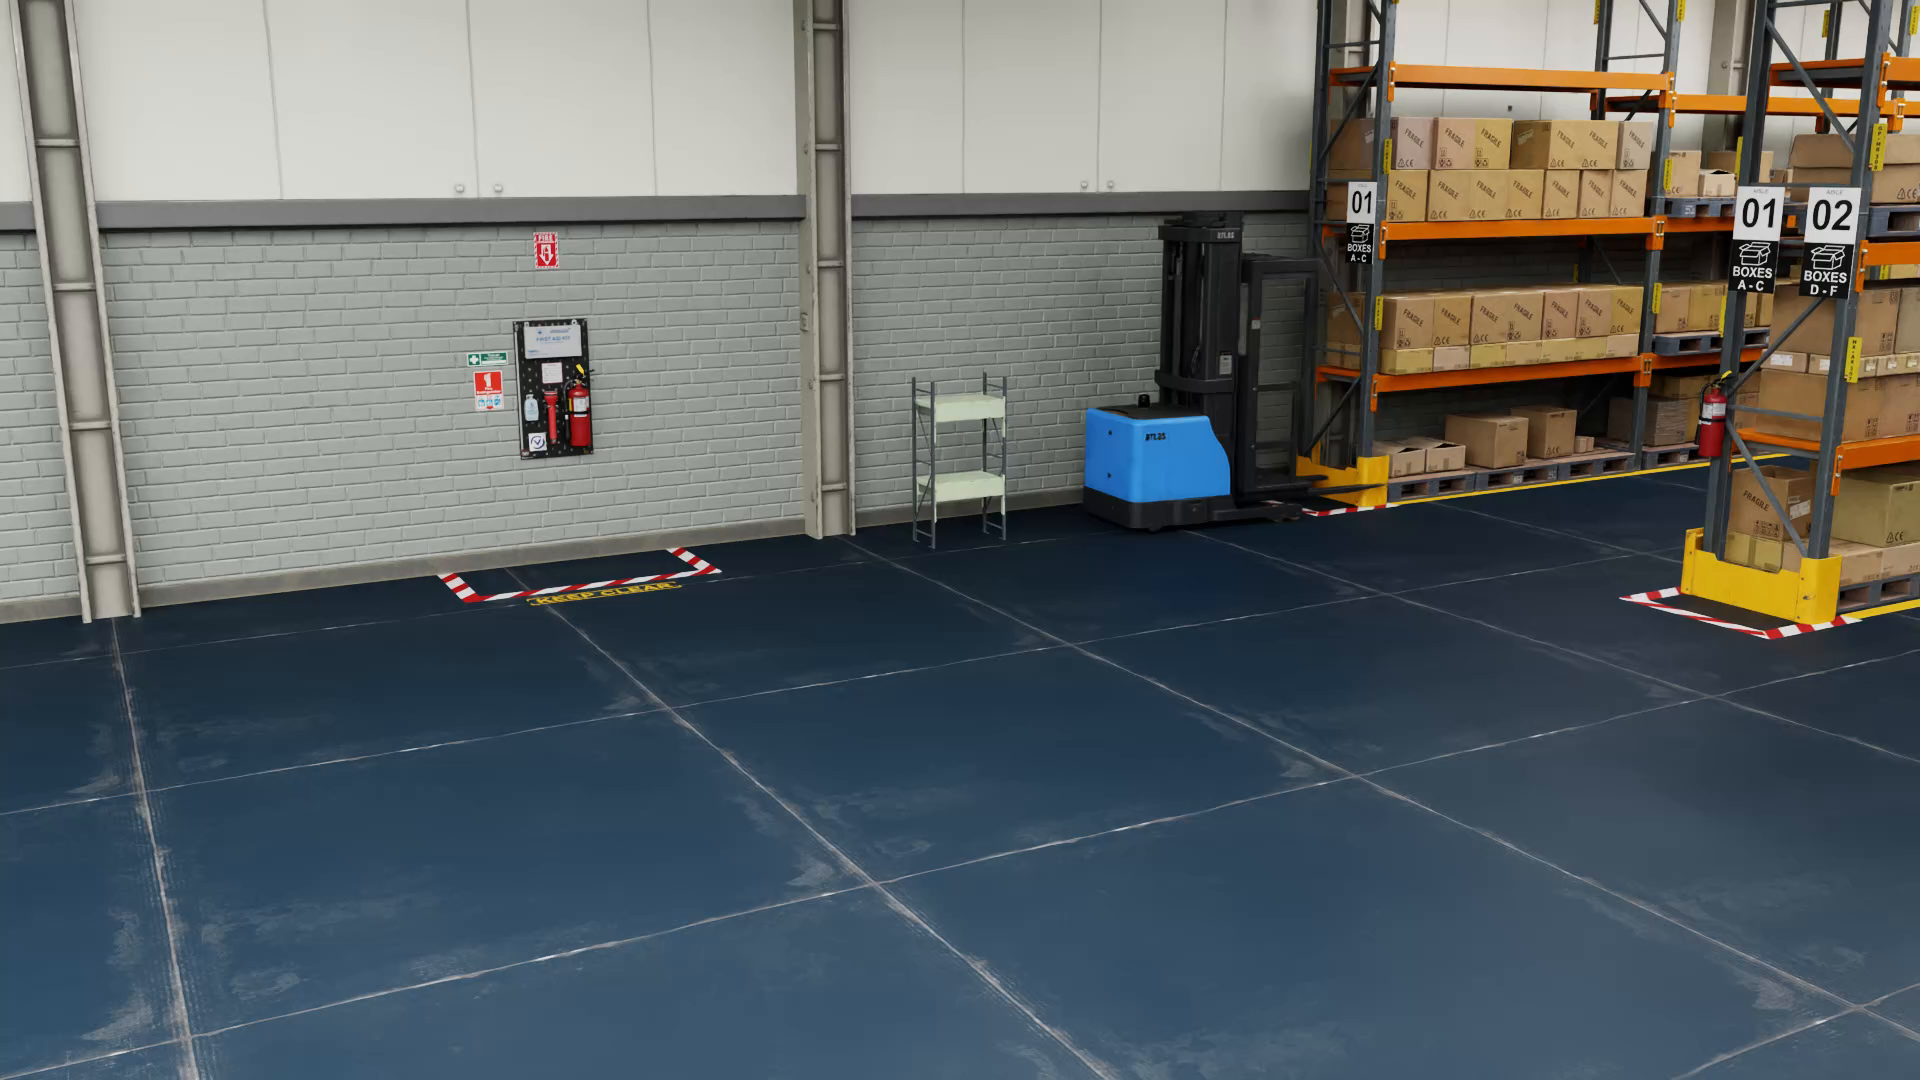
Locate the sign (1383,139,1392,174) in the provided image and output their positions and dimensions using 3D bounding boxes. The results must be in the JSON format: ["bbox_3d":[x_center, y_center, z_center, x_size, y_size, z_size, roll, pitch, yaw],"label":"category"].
[{"bbox_3d":[4.115,-3.697,16.022,0.005,0.325,0.100,-7,14,-28],"label":"sign"}]

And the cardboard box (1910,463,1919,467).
[{"bbox_3d":[8.127,-0.357,13.604,0.500,0.500,0.500,-7,14,-28],"label":"cardboard box"}]

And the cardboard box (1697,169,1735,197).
[{"bbox_3d":[8.425,-4.064,18.891,0.500,0.311,0.500,-6,14,-26],"label":"cardboard box"}]

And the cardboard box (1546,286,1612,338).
[{"bbox_3d":[6.664,-2.472,17.989,0.500,0.500,0.500,-7,14,-28],"label":"cardboard box"}]

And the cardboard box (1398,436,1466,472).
[{"bbox_3d":[5.006,-0.930,17.671,0.500,0.311,0.500,-6,14,-23],"label":"cardboard box"}]

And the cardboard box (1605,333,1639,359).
[{"bbox_3d":[7.096,-2.161,18.315,0.500,0.250,0.500,-7,14,-28],"label":"cardboard box"}]

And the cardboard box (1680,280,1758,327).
[{"bbox_3d":[8.886,-2.775,19.520,0.500,0.500,0.700,-5,14,-20],"label":"cardboard box"}]

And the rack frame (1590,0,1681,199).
[{"bbox_3d":[7.366,-5.259,18.123,0.127,3.000,1.000,-7,14,-28],"label":"rack frame"}]

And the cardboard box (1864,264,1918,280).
[{"bbox_3d":[11.424,-3.324,20.528,0.500,0.250,0.500,-6,14,-27],"label":"cardboard box"}]

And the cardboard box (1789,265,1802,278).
[{"bbox_3d":[10.313,-3.254,20.171,0.250,0.149,0.380,-10,16,-37],"label":"cardboard box"}]

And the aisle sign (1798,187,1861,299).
[{"bbox_3d":[6.321,-2.160,12.093,0.004,0.787,0.394,-7,14,-28],"label":"aisle sign"}]

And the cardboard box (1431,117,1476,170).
[{"bbox_3d":[4.774,-3.958,16.622,0.500,0.500,0.500,-7,14,-29],"label":"cardboard box"}]

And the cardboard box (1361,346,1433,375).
[{"bbox_3d":[4.436,-1.838,16.882,0.500,0.250,0.500,-7,15,-29],"label":"cardboard box"}]

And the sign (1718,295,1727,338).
[{"bbox_3d":[5.984,-1.744,12.989,0.005,0.325,0.100,-7,14,-28],"label":"sign"}]

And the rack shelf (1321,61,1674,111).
[{"bbox_3d":[5.611,-4.696,17.267,4.000,0.370,1.077,-7,14,-28],"label":"rack shelf"}]

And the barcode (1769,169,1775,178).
[{"bbox_3d":[6.266,-2.828,12.832,0.075,0.075,0.001,-7,14,-28],"label":"barcode"}]

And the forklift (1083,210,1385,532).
[{"bbox_3d":[2.761,-1.700,16.130,3.031,2.935,1.130,-6,14,-24],"label":"forklift"}]

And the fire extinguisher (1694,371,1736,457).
[{"bbox_3d":[5.906,-0.997,13.022,0.183,0.674,0.296,-7,14,-28],"label":"fire extinguisher"}]

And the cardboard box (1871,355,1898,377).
[{"bbox_3d":[6.910,-1.350,12.714,0.250,0.149,0.380,-7,15,-29],"label":"cardboard box"}]

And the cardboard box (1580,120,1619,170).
[{"bbox_3d":[6.578,-4.177,17.596,0.500,0.500,0.500,-6,14,-25],"label":"cardboard box"}]

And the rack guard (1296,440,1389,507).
[{"bbox_3d":[3.922,-0.700,17.221,0.348,0.500,1.175,-7,14,-28],"label":"rack guard"}]

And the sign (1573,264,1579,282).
[{"bbox_3d":[7.097,-3.004,19.128,0.005,0.325,0.100,-7,14,-28],"label":"sign"}]

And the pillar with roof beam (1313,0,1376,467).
[{"bbox_3d":[6.118,-4.249,13.634,0.400,9.000,9.100,-7,14,-28],"label":"pillar with roof beam"}]

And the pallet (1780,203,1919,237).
[{"bbox_3d":[6.865,-2.447,12.660,1.213,0.211,1.003,-7,14,-28],"label":"pallet"}]

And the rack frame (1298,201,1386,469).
[{"bbox_3d":[3.855,-1.911,16.911,0.127,3.000,1.000,-7,14,-28],"label":"rack frame"}]

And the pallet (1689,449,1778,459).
[{"bbox_3d":[9.121,-1.183,20.027,1.213,0.211,1.003,-7,14,-28],"label":"pallet"}]

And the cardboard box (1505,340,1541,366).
[{"bbox_3d":[5.779,-2.001,17.604,0.500,0.250,0.500,-7,14,-27],"label":"cardboard box"}]

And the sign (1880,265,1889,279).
[{"bbox_3d":[11.145,-3.176,20.072,0.005,0.325,0.100,-7,14,-28],"label":"sign"}]

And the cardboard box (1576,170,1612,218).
[{"bbox_3d":[6.591,-3.703,17.766,0.500,0.500,0.500,-8,15,-33],"label":"cardboard box"}]

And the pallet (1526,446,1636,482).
[{"bbox_3d":[6.794,-0.894,18.743,1.213,0.211,1.003,-7,14,-28],"label":"pallet"}]

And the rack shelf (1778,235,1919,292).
[{"bbox_3d":[7.987,-2.280,13.356,4.000,0.370,1.077,-7,14,-28],"label":"rack shelf"}]

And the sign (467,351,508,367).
[{"bbox_3d":[-3.925,-1.504,13.814,0.331,0.109,0.001,-7,14,-28],"label":"sign"}]

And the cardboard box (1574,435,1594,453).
[{"bbox_3d":[6.911,-1.103,18.768,0.250,0.166,0.380,-9,16,-35],"label":"cardboard box"}]

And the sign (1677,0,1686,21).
[{"bbox_3d":[7.610,-5.647,17.538,0.005,0.325,0.100,-7,14,-28],"label":"sign"}]

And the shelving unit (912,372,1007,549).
[{"bbox_3d":[-0.006,-0.731,15.082,0.755,1.500,0.431,-7,14,-28],"label":"shelving unit"}]

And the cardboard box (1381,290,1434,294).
[{"bbox_3d":[4.614,-2.355,17.473,0.500,0.500,0.500,-7,14,-27],"label":"cardboard box"}]

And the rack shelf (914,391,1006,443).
[{"bbox_3d":[-0.006,-1.112,14.997,0.720,0.370,0.431,-7,14,-28],"label":"rack shelf"}]

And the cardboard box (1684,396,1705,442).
[{"bbox_3d":[8.434,-1.472,19.650,0.500,0.500,0.700,-7,15,-29],"label":"cardboard box"}]

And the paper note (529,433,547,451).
[{"bbox_3d":[-3.587,-0.833,14.125,0.142,0.148,0.016,-7,14,-28],"label":"paper note"}]

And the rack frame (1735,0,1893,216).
[{"bbox_3d":[6.232,-3.884,12.013,0.127,3.000,1.000,-7,14,-28],"label":"rack frame"}]

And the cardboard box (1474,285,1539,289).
[{"bbox_3d":[5.958,-2.520,18.206,0.500,0.500,0.500,-6,14,-26],"label":"cardboard box"}]

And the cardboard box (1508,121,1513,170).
[{"bbox_3d":[5.470,-4.175,17.589,0.500,0.500,0.500,-7,14,-28],"label":"cardboard box"}]

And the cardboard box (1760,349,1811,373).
[{"bbox_3d":[6.476,-1.399,12.931,0.250,0.149,0.380,-7,15,-29],"label":"cardboard box"}]

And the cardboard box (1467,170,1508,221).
[{"bbox_3d":[5.211,-3.525,16.978,0.500,0.500,0.500,-6,14,-25],"label":"cardboard box"}]

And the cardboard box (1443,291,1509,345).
[{"bbox_3d":[5.313,-2.309,17.268,0.500,0.500,0.500,-7,15,-30],"label":"cardboard box"}]

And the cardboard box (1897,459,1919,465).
[{"bbox_3d":[7.870,-0.461,14.063,0.500,0.500,0.500,-7,14,-28],"label":"cardboard box"}]

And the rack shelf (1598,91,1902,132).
[{"bbox_3d":[9.122,-4.923,19.180,4.000,0.370,1.077,-7,14,-28],"label":"rack shelf"}]

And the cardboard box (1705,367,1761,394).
[{"bbox_3d":[9.291,-1.925,19.956,0.500,0.250,0.500,-7,14,-28],"label":"cardboard box"}]

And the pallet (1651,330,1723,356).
[{"bbox_3d":[8.107,-2.291,19.035,1.213,0.211,1.003,-7,14,-28],"label":"pallet"}]

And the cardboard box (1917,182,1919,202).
[{"bbox_3d":[7.349,-2.661,12.707,0.250,0.149,0.380,-7,14,-28],"label":"cardboard box"}]

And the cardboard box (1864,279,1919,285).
[{"bbox_3d":[7.595,-1.801,13.237,0.500,0.500,0.700,-7,14,-28],"label":"cardboard box"}]

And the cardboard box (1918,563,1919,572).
[{"bbox_3d":[7.685,0.060,13.457,0.500,0.250,0.500,-7,14,-28],"label":"cardboard box"}]
